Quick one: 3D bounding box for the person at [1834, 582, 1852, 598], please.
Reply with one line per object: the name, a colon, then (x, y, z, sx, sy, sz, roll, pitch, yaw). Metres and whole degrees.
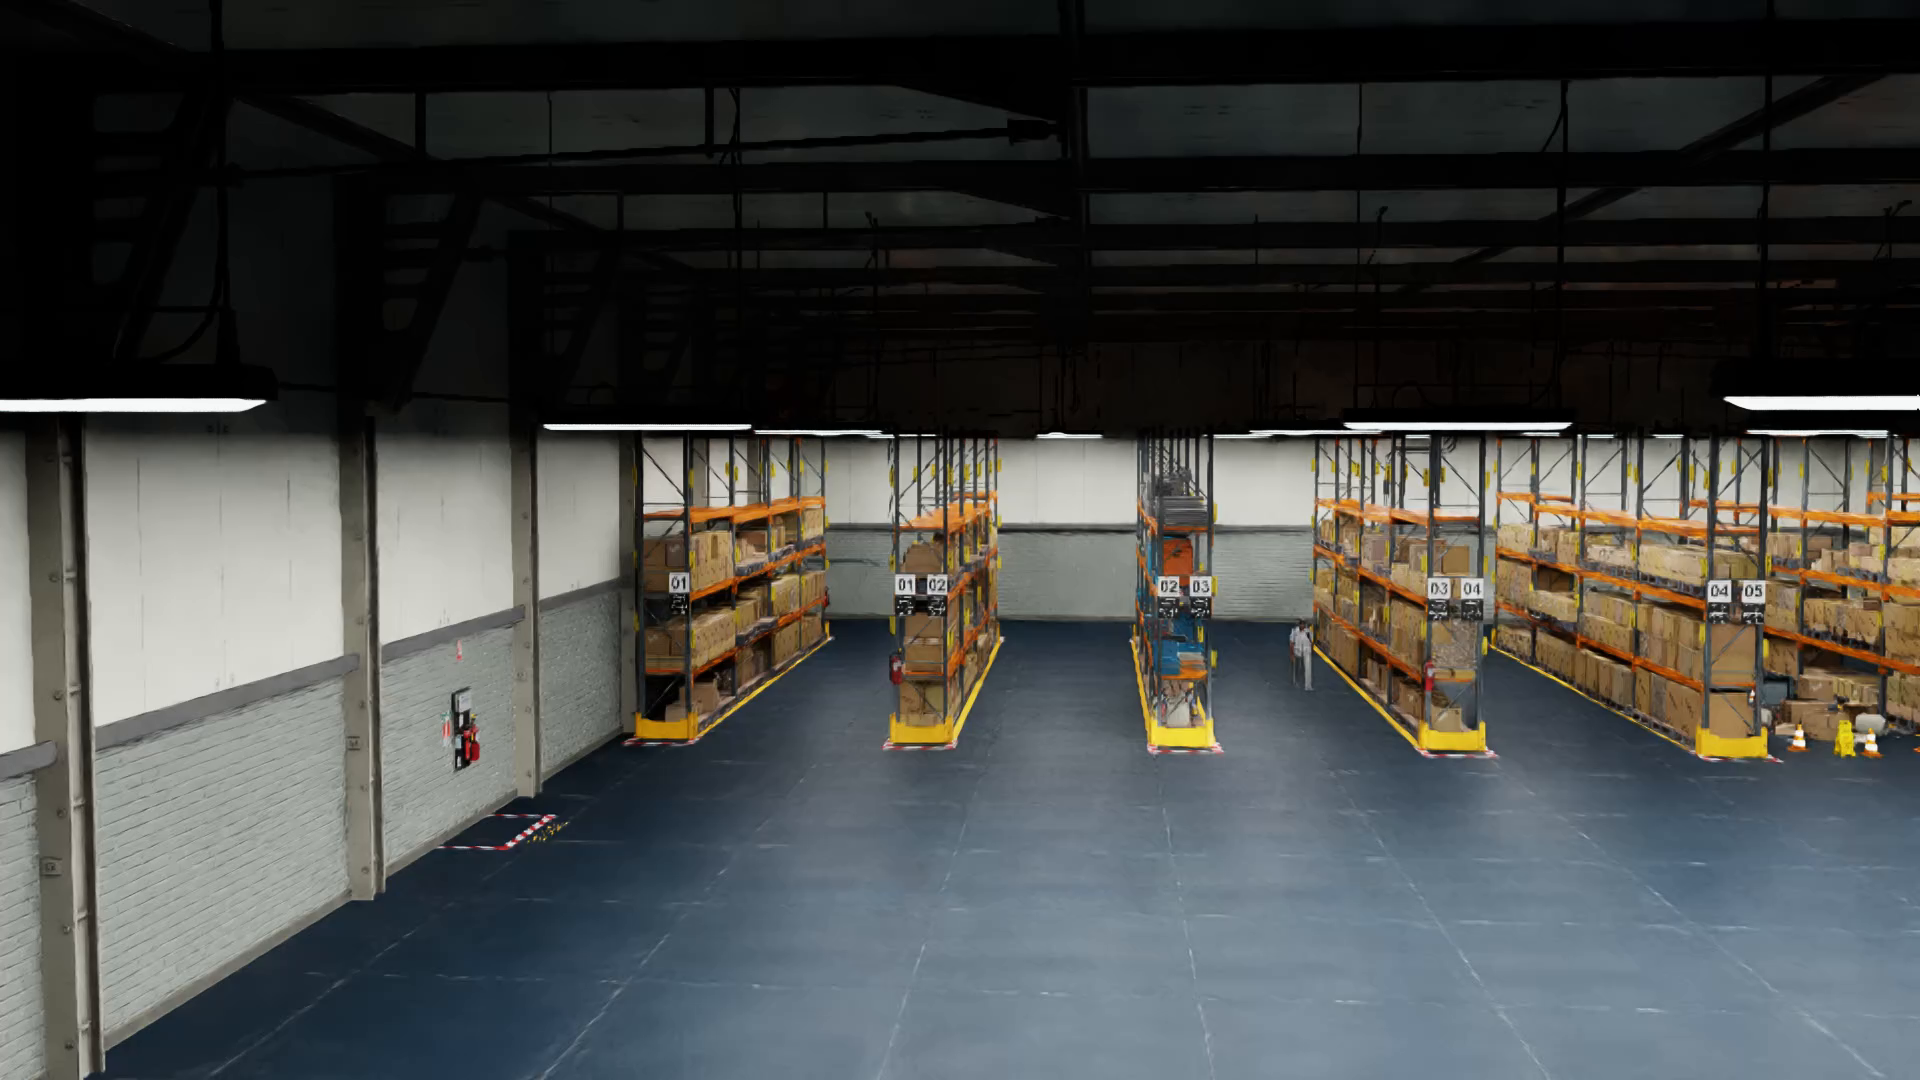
person: (25.176, 1.994, 47.405, 0.711, 1.786, 0.552, -2, 4, -25)

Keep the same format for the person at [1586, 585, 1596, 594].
person: (17.714, 2.095, 46.622, 0.535, 1.671, 0.582, -1, 4, -14)

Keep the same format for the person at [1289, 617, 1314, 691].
person: (7.811, 2.582, 38.062, 0.542, 1.672, 1.126, 0, 3, 7)
